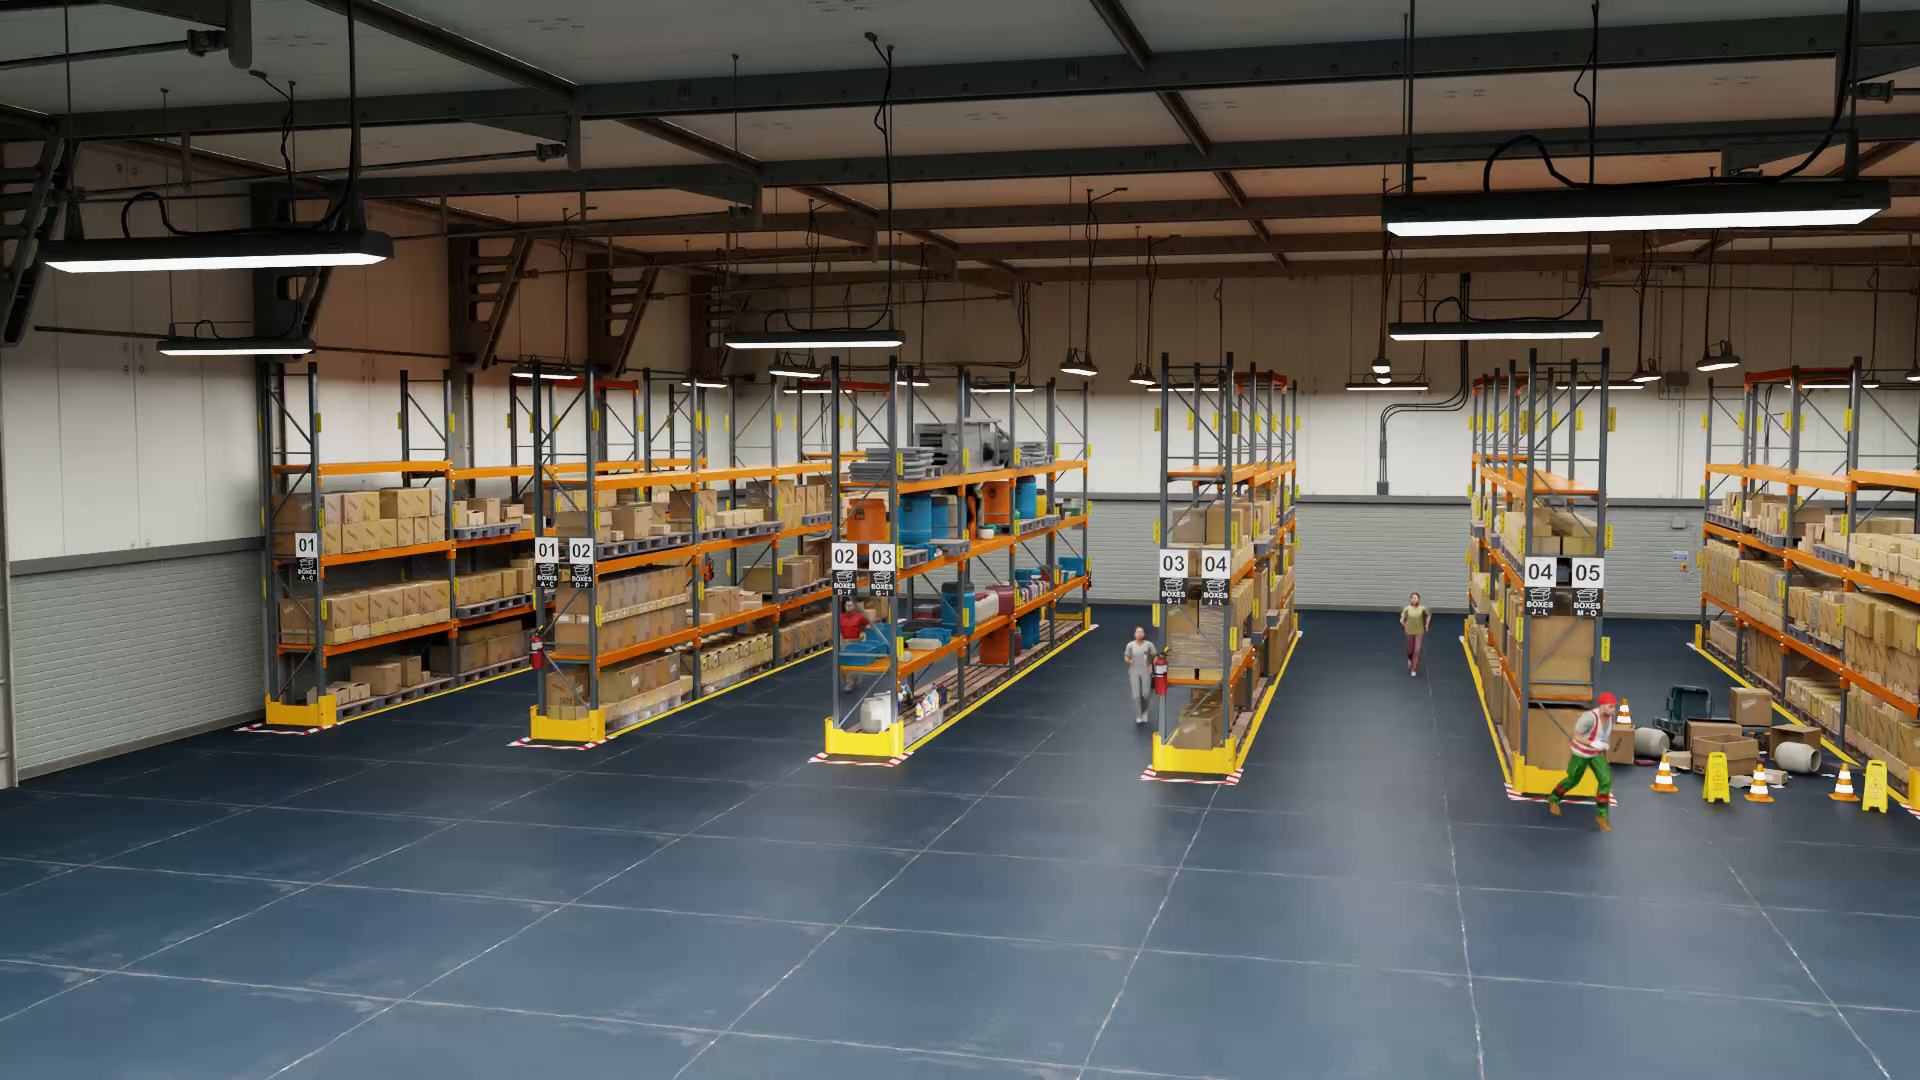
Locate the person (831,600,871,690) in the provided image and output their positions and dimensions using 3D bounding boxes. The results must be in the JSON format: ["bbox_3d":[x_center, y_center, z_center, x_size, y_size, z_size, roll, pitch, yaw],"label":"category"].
[{"bbox_3d":[-2.056,1.972,31.052,0.728,1.687,0.517,0,4,5],"label":"person"}]

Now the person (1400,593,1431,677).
[{"bbox_3d":[9.049,1.864,33.048,0.593,1.635,0.894,1,4,15],"label":"person"}]

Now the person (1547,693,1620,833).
[{"bbox_3d":[7.777,2.703,20.728,0.707,1.722,1.043,-2,5,-27],"label":"person"}]

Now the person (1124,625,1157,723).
[{"bbox_3d":[2.990,2.234,27.552,0.553,1.628,0.564,1,4,7],"label":"person"}]
